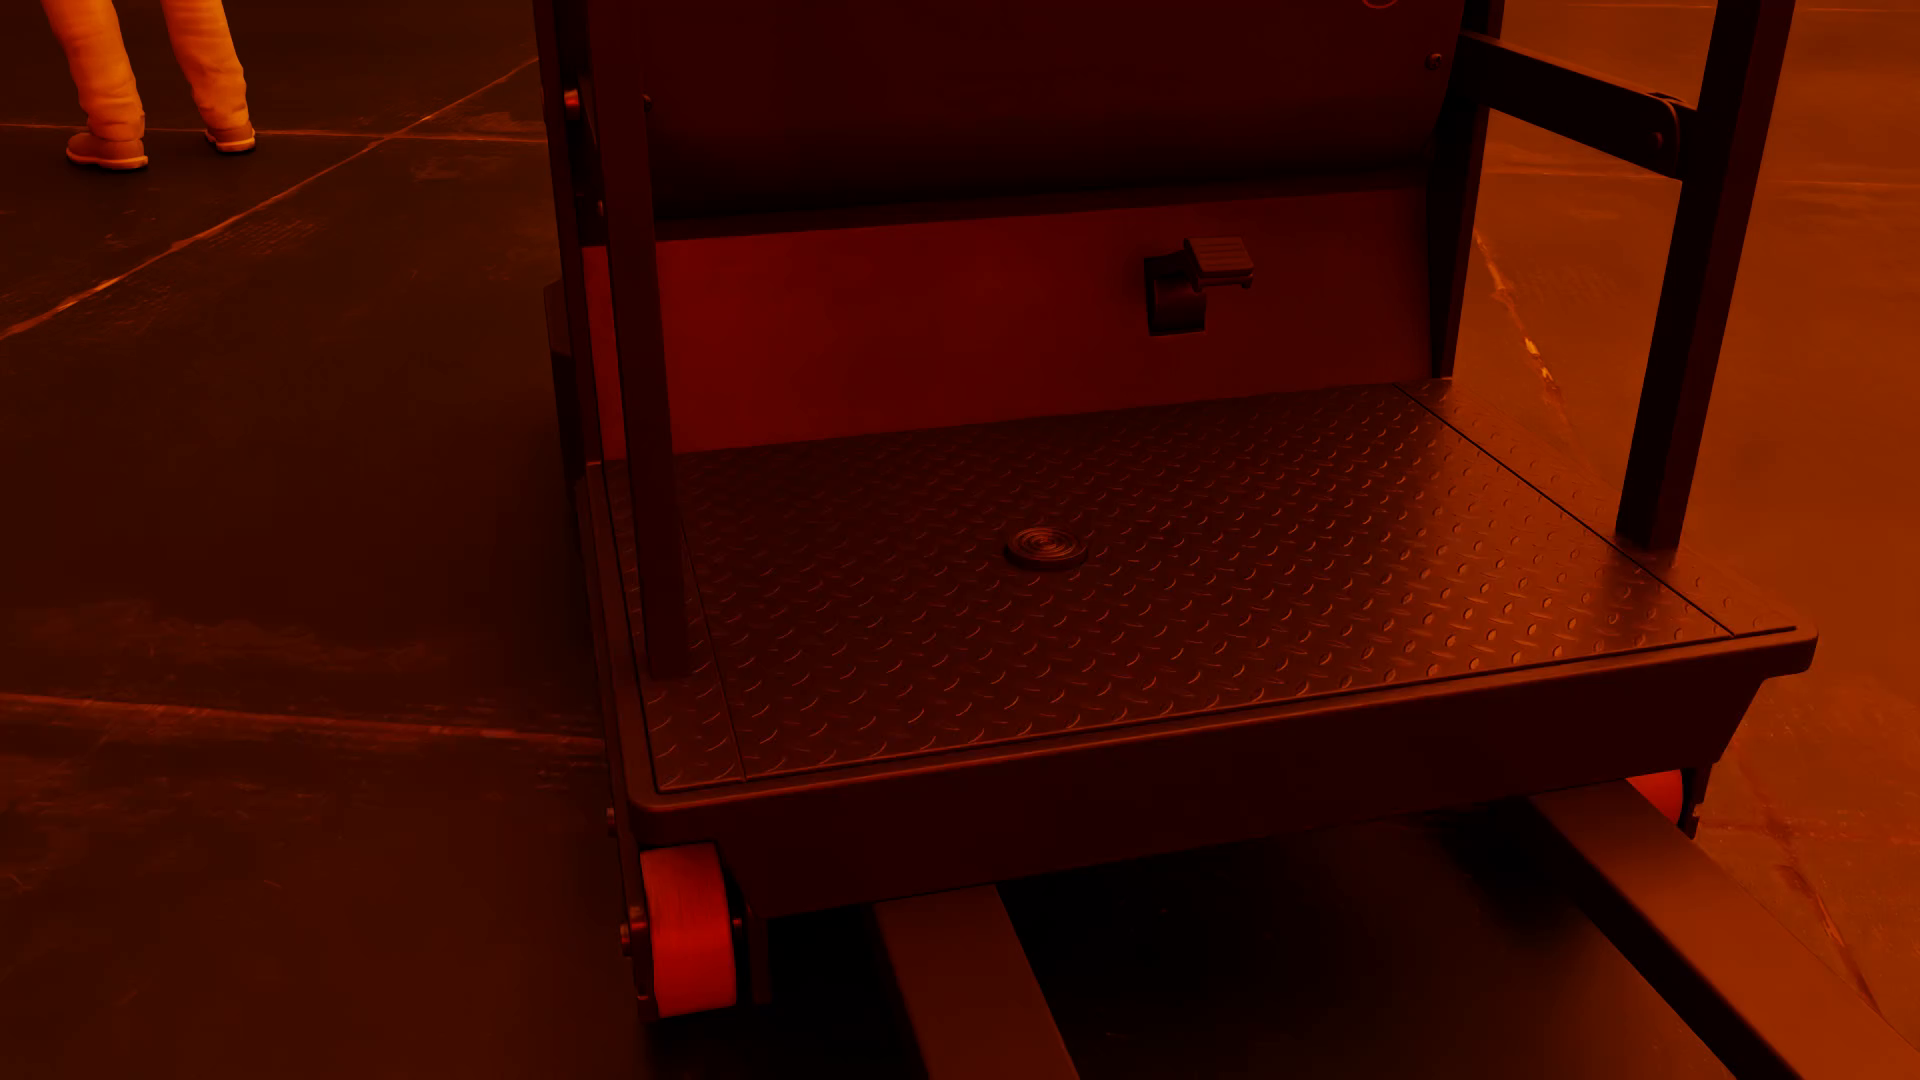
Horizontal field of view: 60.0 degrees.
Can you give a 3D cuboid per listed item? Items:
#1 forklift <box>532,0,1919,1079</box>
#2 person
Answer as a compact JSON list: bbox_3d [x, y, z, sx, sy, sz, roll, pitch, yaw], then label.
[{"bbox_3d":[0.153,-1.049,1.319,1.130,2.935,3.031,-7,27,-13],"label":"forklift"},{"bbox_3d":[-2.218,-1.845,4.235,0.605,1.751,0.433,-23,35,-38],"label":"person"}]
